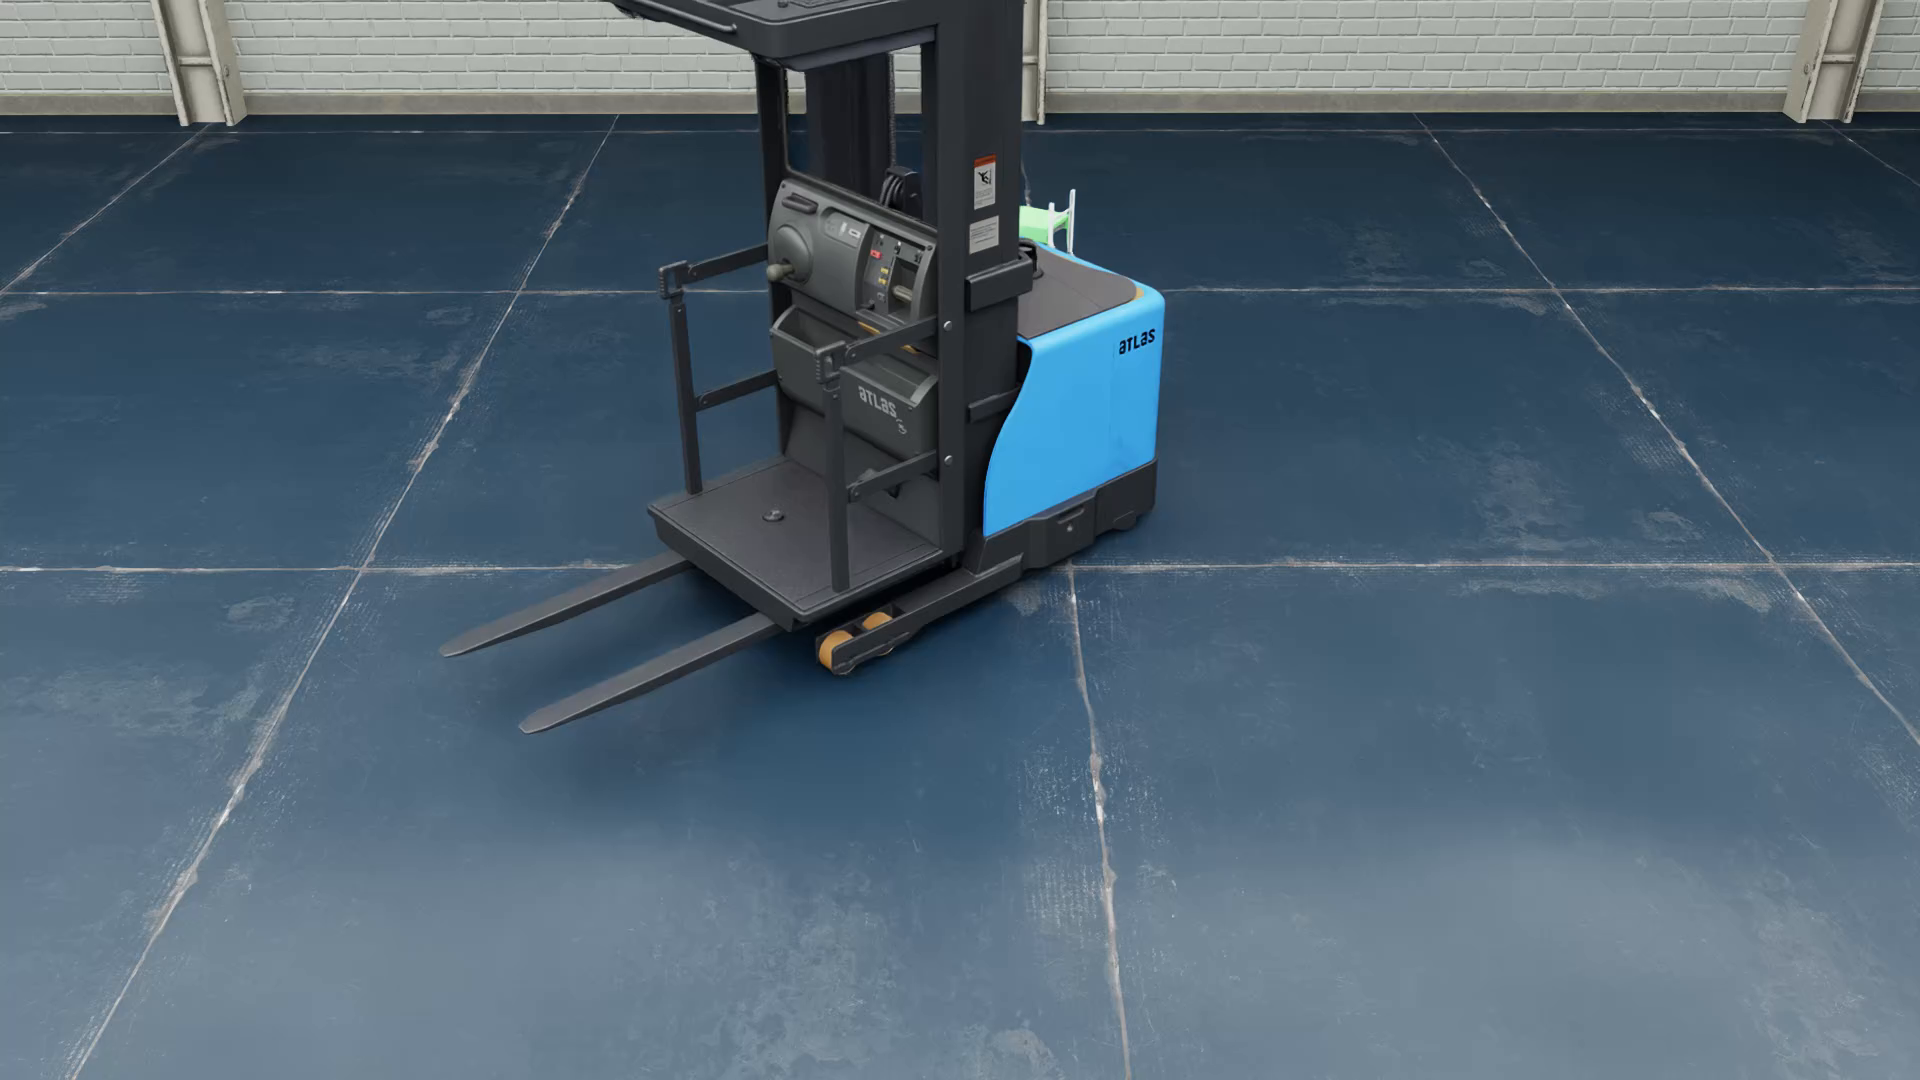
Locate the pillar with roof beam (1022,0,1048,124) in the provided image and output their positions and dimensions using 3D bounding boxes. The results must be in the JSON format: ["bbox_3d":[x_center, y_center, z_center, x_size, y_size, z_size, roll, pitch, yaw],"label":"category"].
[{"bbox_3d":[0.456,-4.777,6.449,0.400,9.000,9.100,0,31,0],"label":"pillar with roof beam"}]

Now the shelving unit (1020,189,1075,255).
[{"bbox_3d":[0.237,-1.082,7.869,0.503,1.200,0.258,16,33,24],"label":"shelving unit"}]

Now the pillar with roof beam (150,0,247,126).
[{"bbox_3d":[-5.544,-4.759,6.418,0.400,9.000,9.100,0,31,0],"label":"pillar with roof beam"}]

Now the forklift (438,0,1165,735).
[{"bbox_3d":[-0.575,-1.043,6.143,3.031,2.935,1.130,-24,39,-34],"label":"forklift"}]

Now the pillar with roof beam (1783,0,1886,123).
[{"bbox_3d":[6.456,-4.796,6.480,0.400,9.000,9.100,0,31,0],"label":"pillar with roof beam"}]

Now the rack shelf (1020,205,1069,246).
[{"bbox_3d":[0.244,-1.444,7.663,0.480,0.148,0.258,16,33,24],"label":"rack shelf"}]

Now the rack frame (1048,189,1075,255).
[{"bbox_3d":[0.451,-1.021,7.768,0.015,1.200,0.240,16,33,24],"label":"rack frame"}]
